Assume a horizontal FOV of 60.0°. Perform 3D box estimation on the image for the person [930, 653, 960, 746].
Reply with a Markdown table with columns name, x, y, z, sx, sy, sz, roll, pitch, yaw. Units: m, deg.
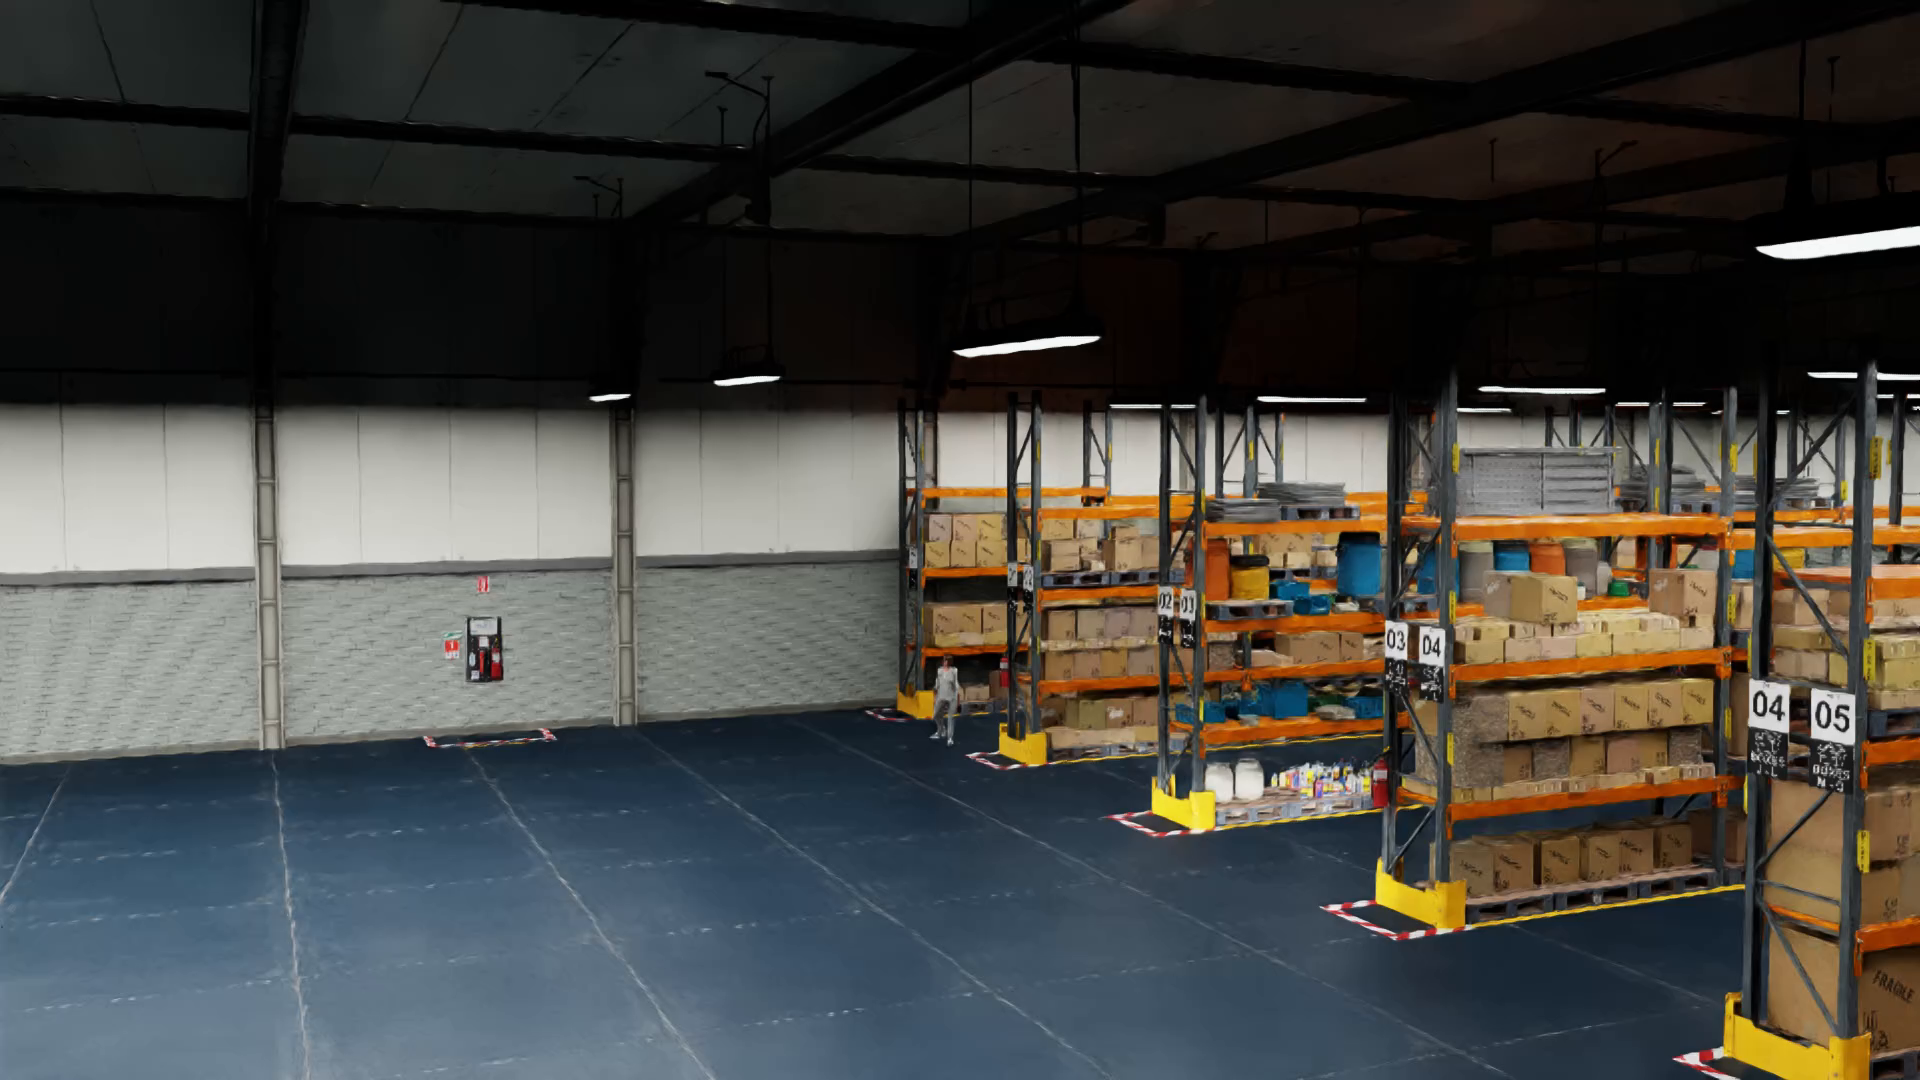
| name | x | y | z | sx | sy | sz | roll | pitch | yaw |
| --- | --- | --- | --- | --- | --- | --- | --- | --- | --- |
| person | -0.278 | 2.705 | 28.464 | 0.589 | 1.588 | 0.472 | 1 | 4 | 22 |
